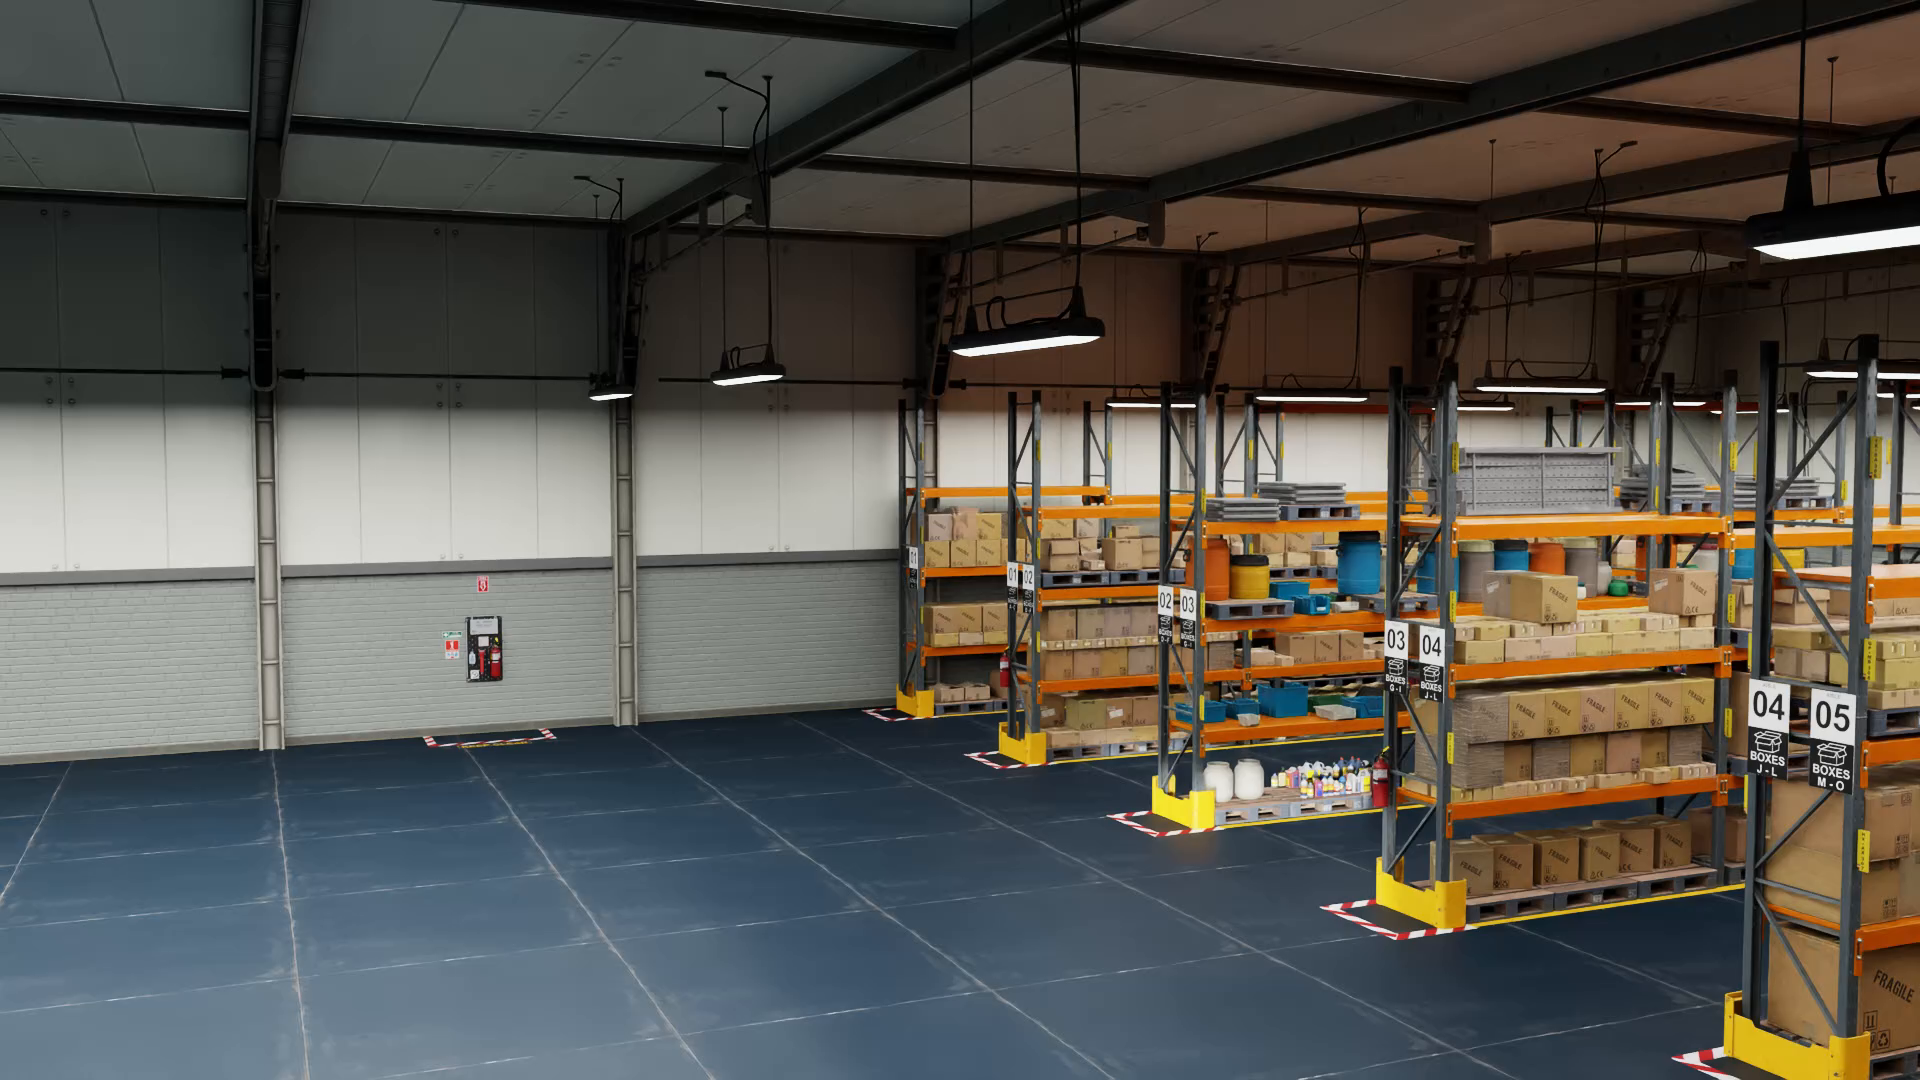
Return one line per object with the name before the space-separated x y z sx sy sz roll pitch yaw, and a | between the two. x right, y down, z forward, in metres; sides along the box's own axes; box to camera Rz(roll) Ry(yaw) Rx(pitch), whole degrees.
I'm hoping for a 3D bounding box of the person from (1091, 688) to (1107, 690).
person | 2.438 2.541 29.677 1.141 1.711 0.665 -1 4 -21
